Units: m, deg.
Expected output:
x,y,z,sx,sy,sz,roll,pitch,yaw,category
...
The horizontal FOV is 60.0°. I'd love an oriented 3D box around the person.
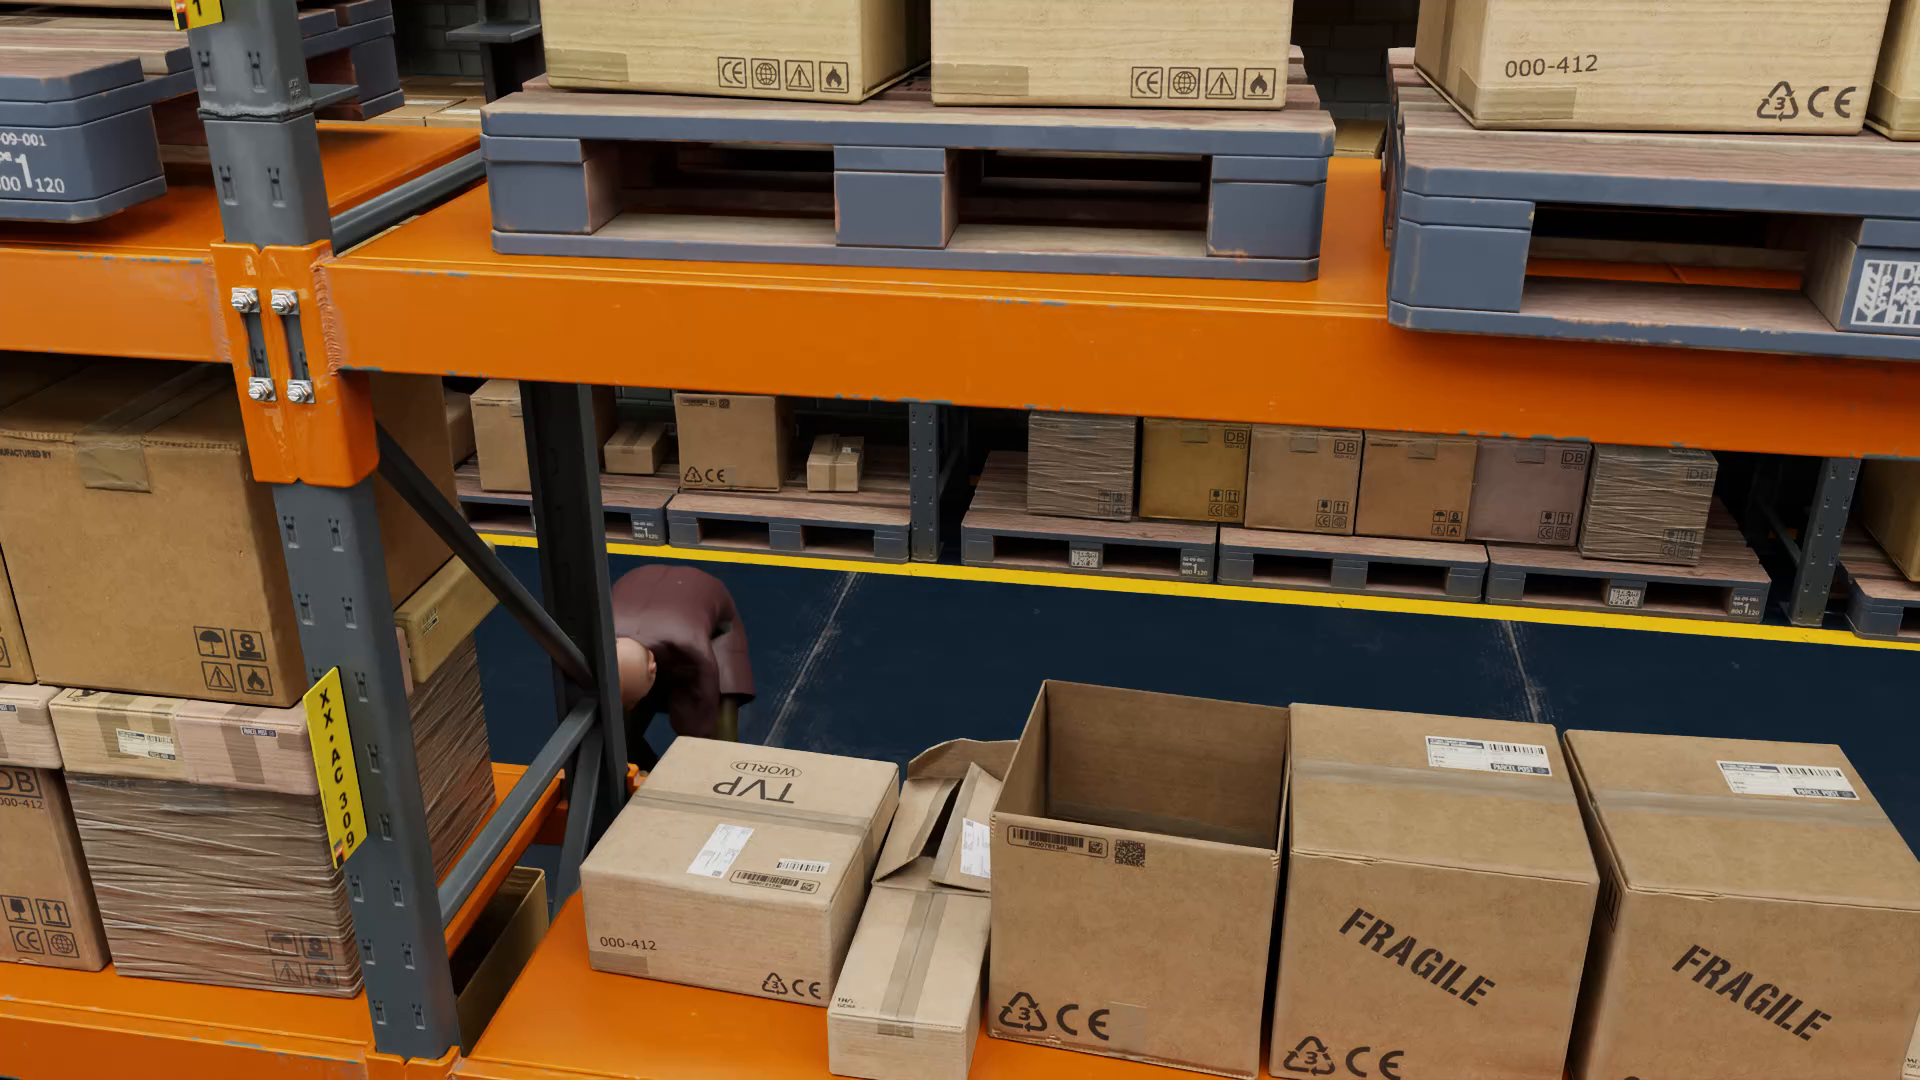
x,y,z,sx,sy,sz,roll,pitch,yaw,category
-1.000,0.641,5.563,0.590,1.078,0.942,3,25,6,person
